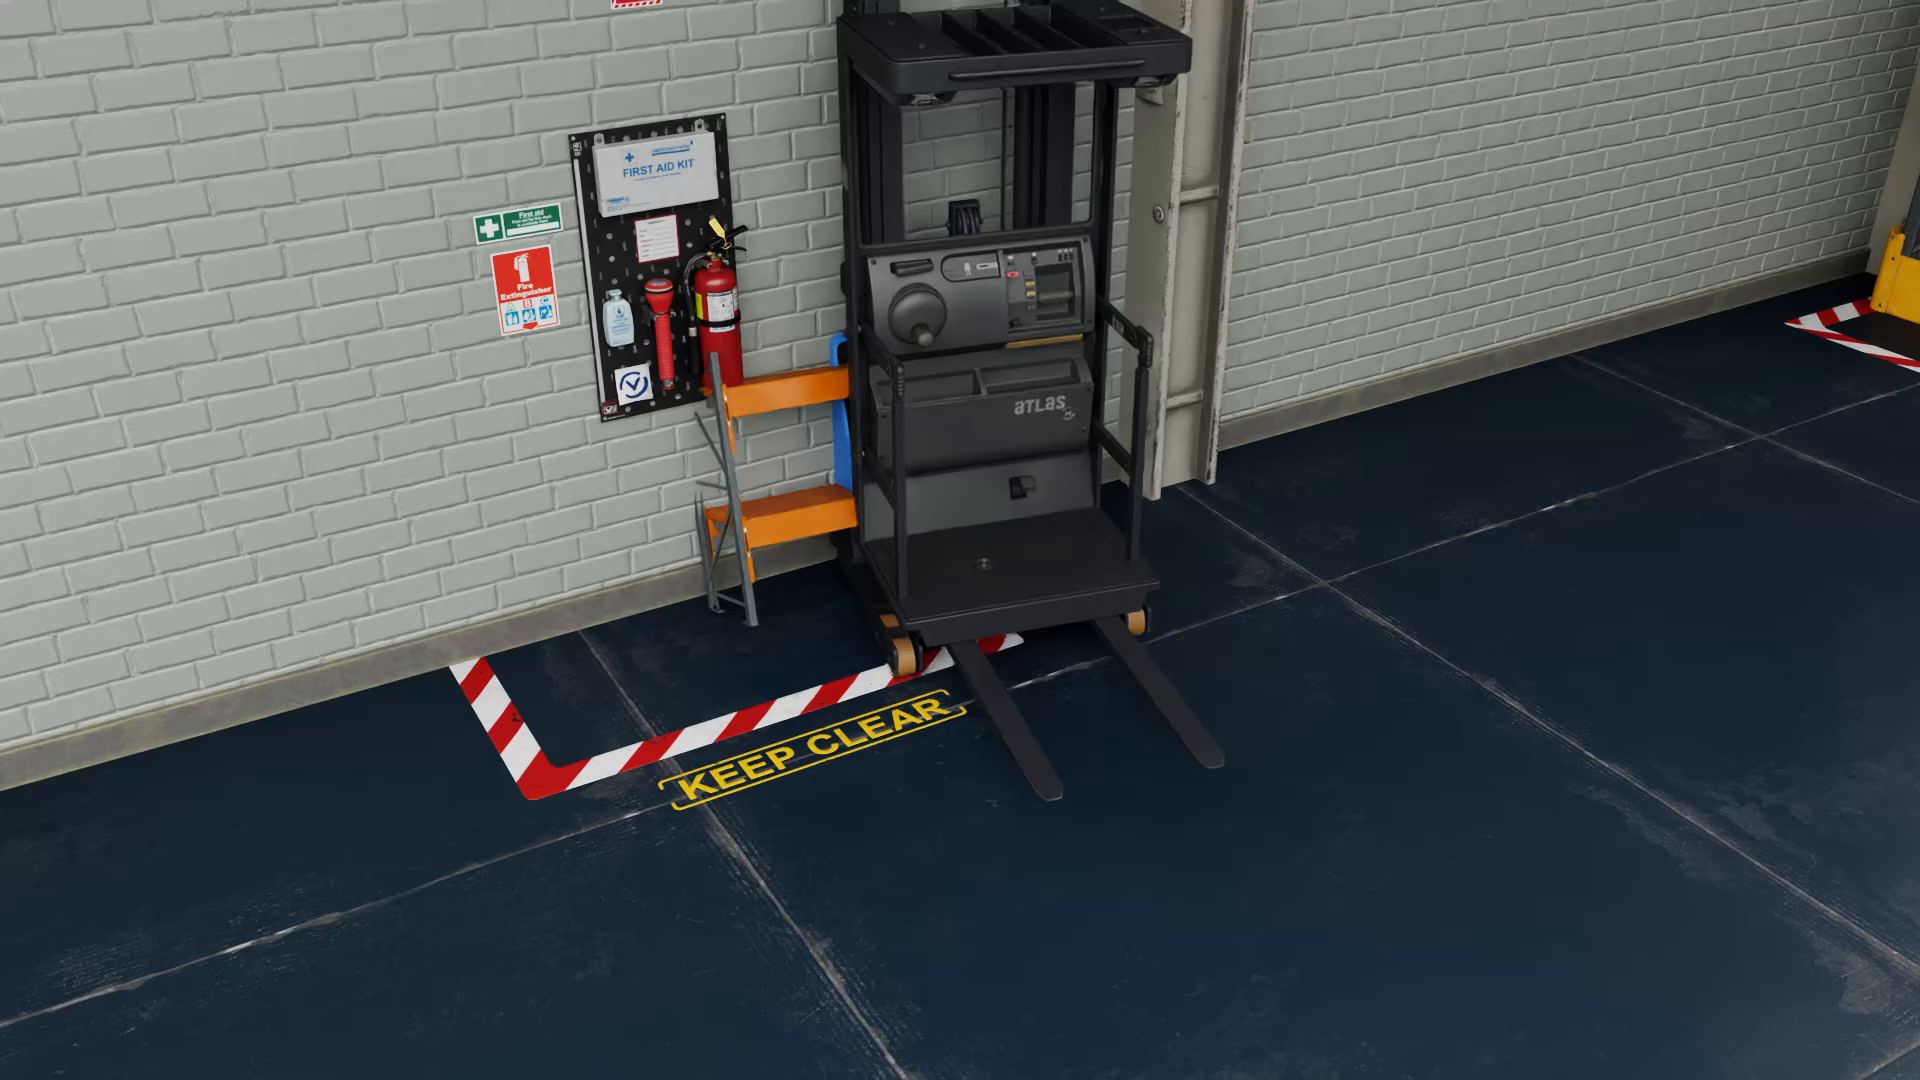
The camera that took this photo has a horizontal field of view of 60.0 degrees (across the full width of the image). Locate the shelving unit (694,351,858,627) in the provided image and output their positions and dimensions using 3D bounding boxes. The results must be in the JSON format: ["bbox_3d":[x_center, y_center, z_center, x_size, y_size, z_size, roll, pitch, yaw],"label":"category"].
[{"bbox_3d":[-0.584,-0.321,7.148,1.048,1.125,0.538,-12,12,-27],"label":"shelving unit"}]

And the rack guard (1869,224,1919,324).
[{"bbox_3d":[6.099,-1.477,9.910,0.348,0.500,1.175,-16,33,-26],"label":"rack guard"}]

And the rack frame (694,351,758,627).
[{"bbox_3d":[-1.026,-0.223,6.918,0.032,1.125,0.500,-12,12,-27],"label":"rack frame"}]

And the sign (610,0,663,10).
[{"bbox_3d":[-1.182,-2.082,6.018,0.199,0.298,0.001,-16,33,-26],"label":"sign"}]

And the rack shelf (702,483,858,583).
[{"bbox_3d":[-0.554,-0.082,7.192,1.000,0.278,0.538,-12,12,-27],"label":"rack shelf"}]

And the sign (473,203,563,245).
[{"bbox_3d":[-1.645,-1.180,6.198,0.331,0.109,0.001,-16,33,-26],"label":"sign"}]

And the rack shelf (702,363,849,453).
[{"bbox_3d":[-0.619,-0.607,7.095,1.000,0.278,0.538,-12,12,-27],"label":"rack shelf"}]

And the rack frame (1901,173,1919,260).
[{"bbox_3d":[6.033,-2.553,9.272,0.127,3.000,1.000,-16,33,-26],"label":"rack frame"}]

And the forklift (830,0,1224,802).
[{"bbox_3d":[0.158,-0.943,6.426,1.130,2.935,3.031,-9,30,-15],"label":"forklift"}]

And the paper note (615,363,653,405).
[{"bbox_3d":[-1.312,-0.627,6.693,0.142,0.148,0.016,-16,33,-26],"label":"paper note"}]

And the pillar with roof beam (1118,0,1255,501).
[{"bbox_3d":[3.207,-2.449,2.875,0.400,9.000,9.100,-16,33,-26],"label":"pillar with roof beam"}]

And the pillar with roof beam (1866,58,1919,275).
[{"bbox_3d":[8.380,-3.918,5.536,0.400,9.000,9.100,-16,33,-26],"label":"pillar with roof beam"}]

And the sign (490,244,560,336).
[{"bbox_3d":[-1.653,-0.950,6.331,0.234,0.329,0.001,-16,33,-26],"label":"sign"}]

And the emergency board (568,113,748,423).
[{"bbox_3d":[-1.124,-1.027,6.507,0.643,1.169,0.194,-16,33,-26],"label":"emergency board"}]
